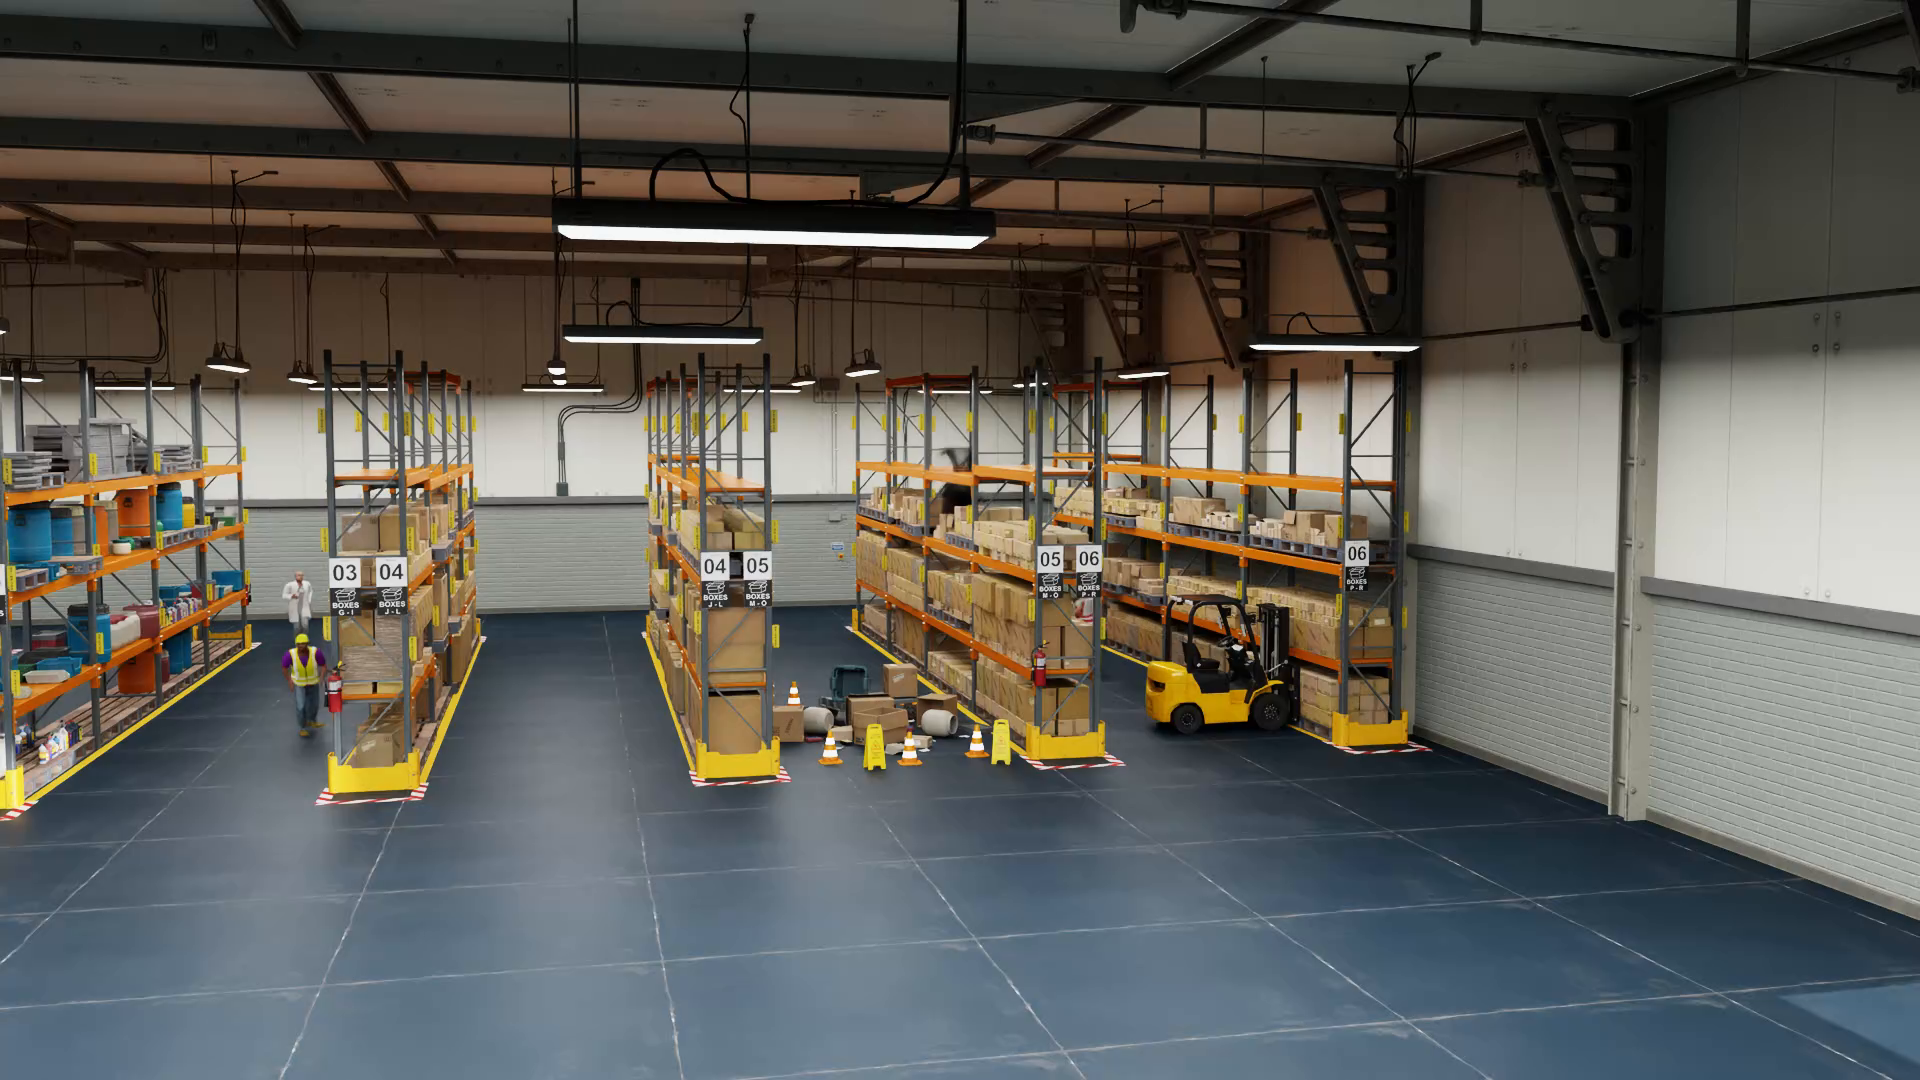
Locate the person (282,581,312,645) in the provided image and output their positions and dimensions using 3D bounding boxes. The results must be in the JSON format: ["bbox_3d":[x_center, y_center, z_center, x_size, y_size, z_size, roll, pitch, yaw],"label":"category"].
[{"bbox_3d":[-14.587,1.600,36.656,0.663,1.460,0.675,-2,5,-29],"label":"person"}]

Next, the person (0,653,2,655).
[{"bbox_3d":[-15.156,1.937,26.057,0.519,0.831,0.429,0,4,0],"label":"person"}]

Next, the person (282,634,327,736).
[{"bbox_3d":[-10.542,2.308,26.768,0.696,1.675,0.867,-3,5,-33],"label":"person"}]

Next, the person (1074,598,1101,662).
[{"bbox_3d":[2.538,1.757,33.855,0.656,1.717,1.000,-2,4,-25],"label":"person"}]
